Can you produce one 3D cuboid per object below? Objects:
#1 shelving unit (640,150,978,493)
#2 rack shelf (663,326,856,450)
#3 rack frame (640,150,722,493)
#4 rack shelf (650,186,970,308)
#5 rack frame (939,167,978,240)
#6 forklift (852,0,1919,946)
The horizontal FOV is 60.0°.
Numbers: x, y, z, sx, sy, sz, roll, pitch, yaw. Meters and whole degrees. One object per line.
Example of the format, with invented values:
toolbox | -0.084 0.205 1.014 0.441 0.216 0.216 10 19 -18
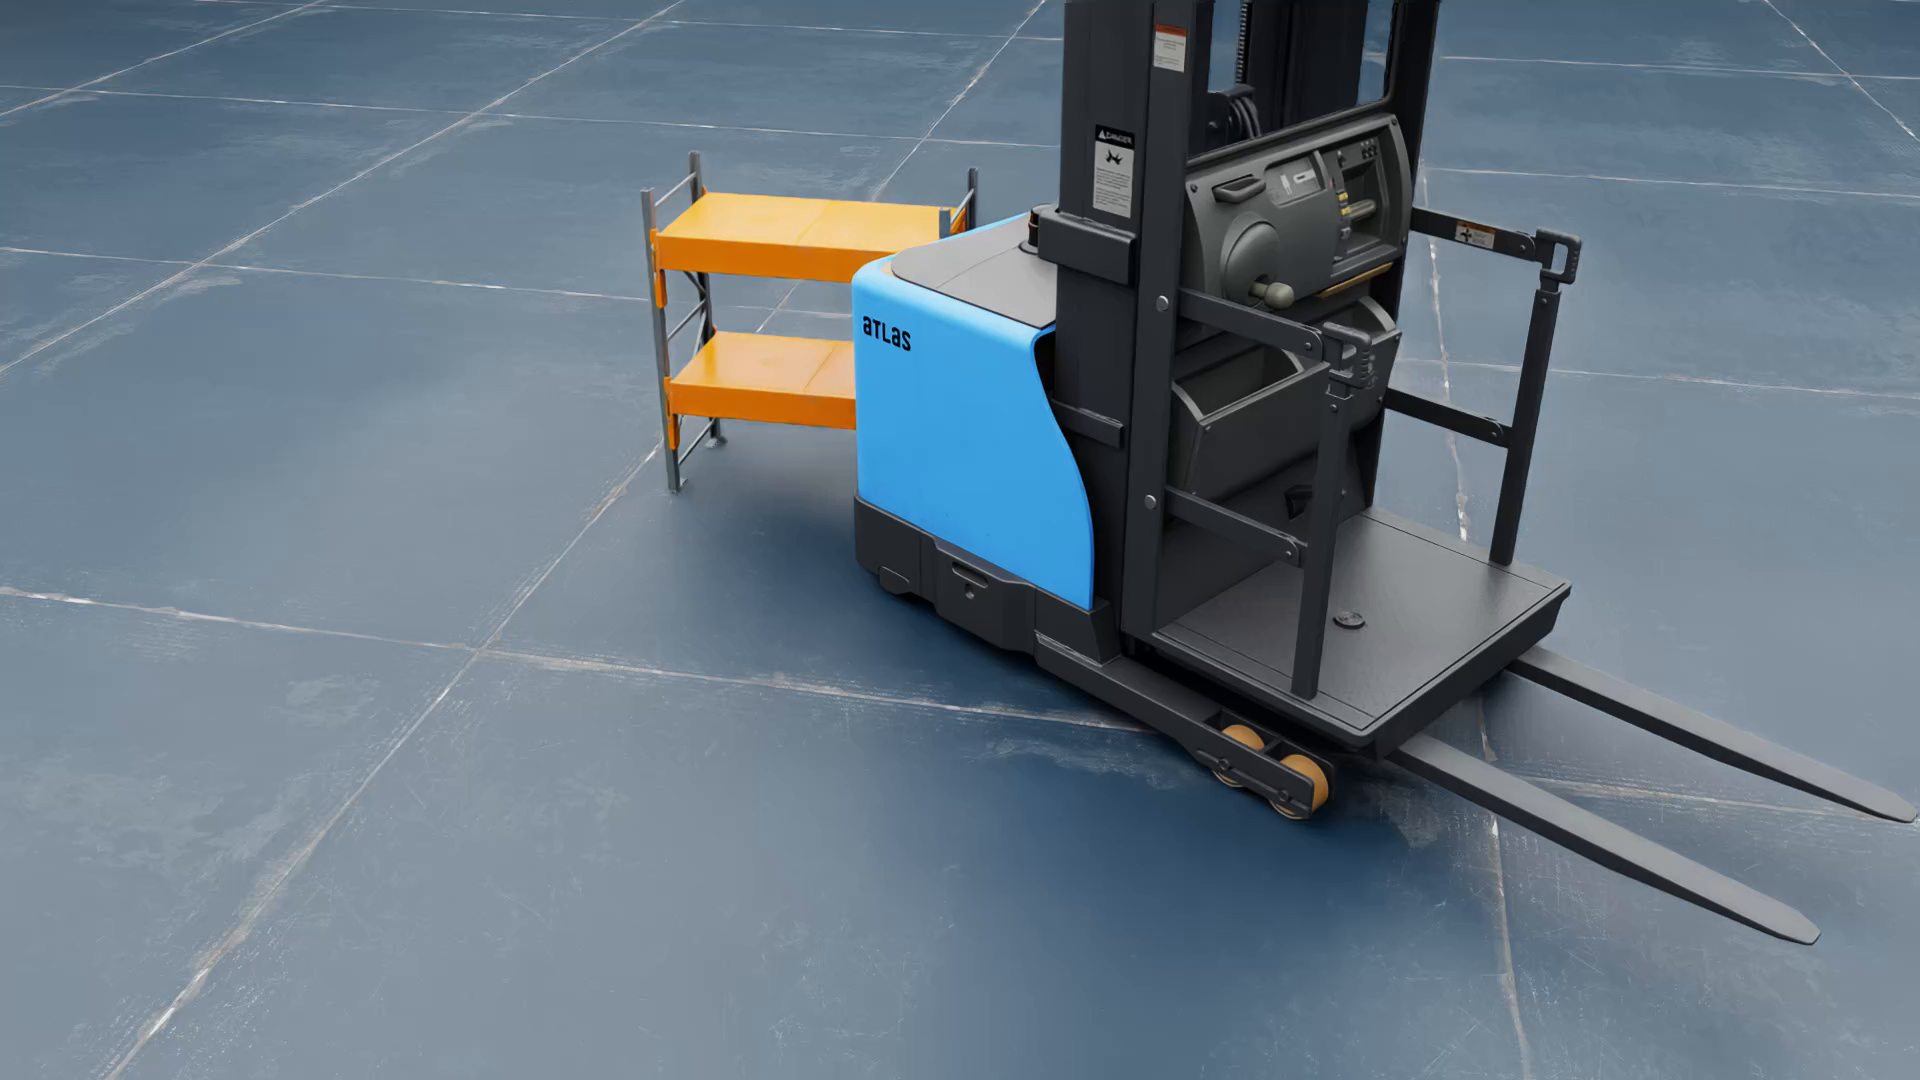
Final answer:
shelving unit | -0.500 -0.733 5.918 1.048 1.125 0.538 6 29 10
rack shelf | -0.500 -0.519 6.035 1.000 0.278 0.538 6 29 10
rack frame | -0.997 -0.783 6.009 0.032 1.125 0.500 6 29 10
rack shelf | -0.500 -0.990 5.777 1.000 0.278 0.538 6 29 10
rack frame | -0.002 -0.683 5.826 0.032 1.125 0.500 6 29 10
forklift | 1.048 -0.829 4.212 1.130 2.935 3.031 -25 38 -38
